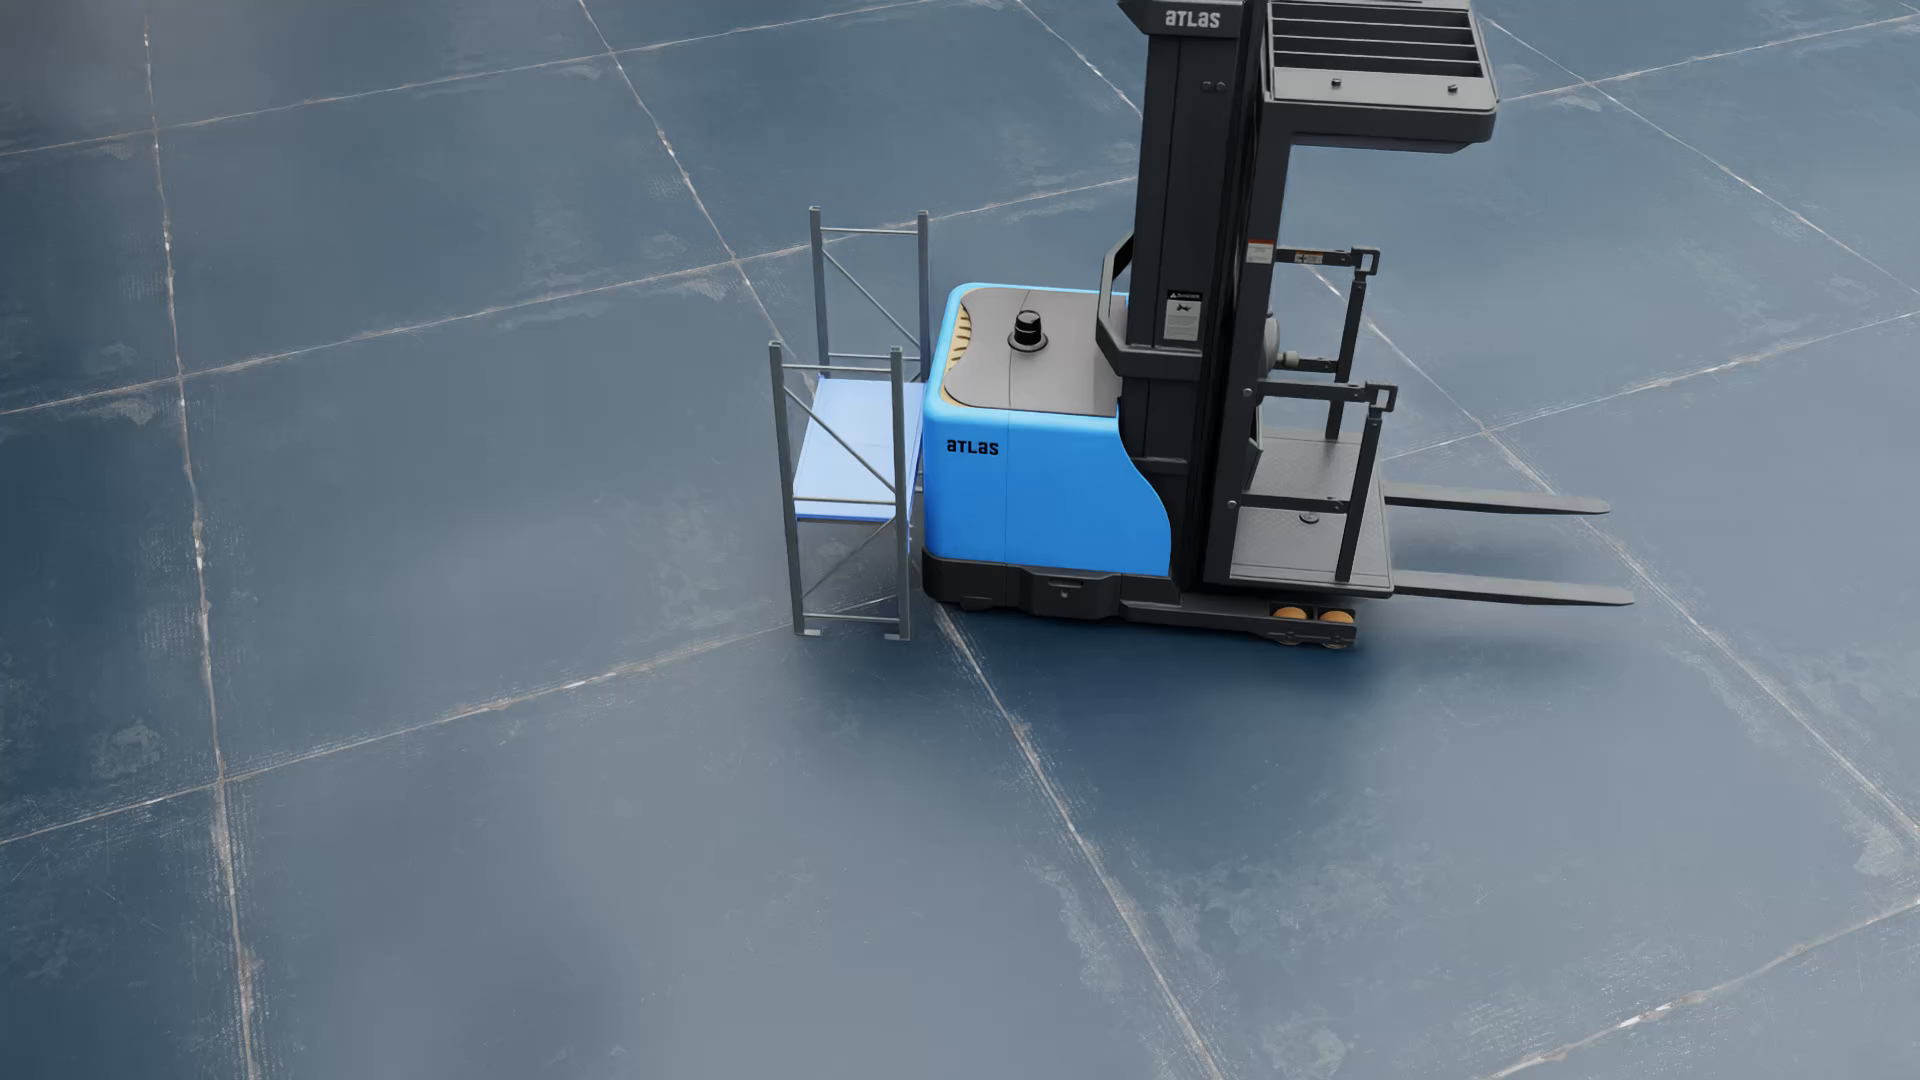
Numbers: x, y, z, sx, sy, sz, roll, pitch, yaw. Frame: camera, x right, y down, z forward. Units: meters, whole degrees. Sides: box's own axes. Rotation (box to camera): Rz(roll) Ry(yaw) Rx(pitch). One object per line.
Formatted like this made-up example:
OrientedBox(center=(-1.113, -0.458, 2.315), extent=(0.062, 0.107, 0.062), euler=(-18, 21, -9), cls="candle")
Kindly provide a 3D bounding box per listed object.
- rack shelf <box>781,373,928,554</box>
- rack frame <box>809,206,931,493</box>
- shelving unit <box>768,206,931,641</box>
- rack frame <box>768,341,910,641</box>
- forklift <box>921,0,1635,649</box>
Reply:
OrientedBox(center=(-0.424, -0.349, 7.200), extent=(0.538, 0.185, 1.000), euler=(3, 41, 4), cls="rack shelf")
OrientedBox(center=(-0.383, -0.816, 7.467), extent=(0.500, 1.500, 0.032), euler=(3, 41, 4), cls="rack frame")
OrientedBox(center=(-0.424, -0.486, 7.083), extent=(0.538, 1.500, 1.048), euler=(3, 41, 4), cls="shelving unit")
OrientedBox(center=(-0.465, -0.155, 6.699), extent=(0.500, 1.500, 0.032), euler=(3, 41, 4), cls="rack frame")
OrientedBox(center=(1.390, -1.015, 6.601), extent=(3.031, 2.935, 1.130), euler=(5, 41, 5), cls="forklift")
